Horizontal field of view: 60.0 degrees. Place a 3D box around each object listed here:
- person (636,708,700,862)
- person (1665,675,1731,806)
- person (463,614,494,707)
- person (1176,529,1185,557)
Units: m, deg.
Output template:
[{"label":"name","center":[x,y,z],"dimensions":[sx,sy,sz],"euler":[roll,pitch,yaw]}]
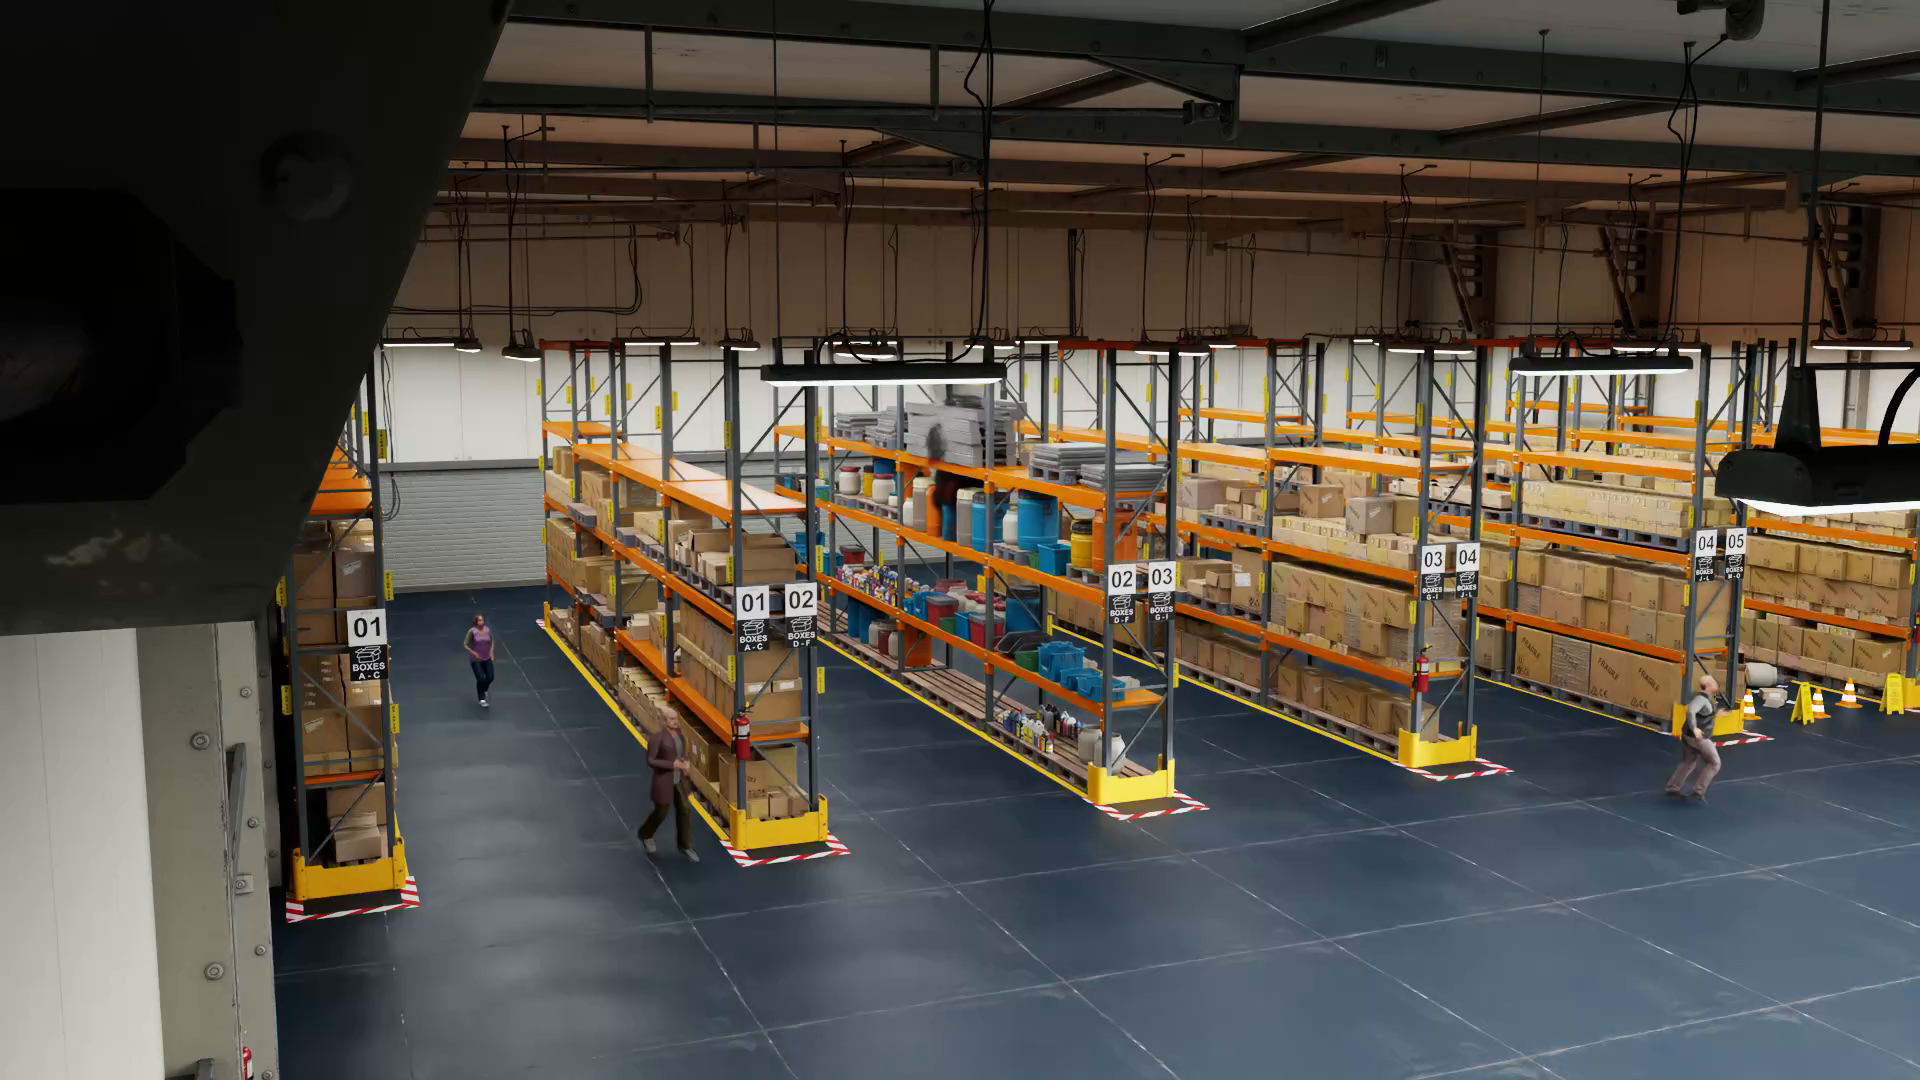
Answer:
[{"label":"person","center":[-3.482,2.893,19.775],"dimensions":[0.907,1.841,0.735],"euler":[5,9,35]},{"label":"person","center":[9.783,2.651,21.977],"dimensions":[0.801,1.756,0.659],"euler":[1,8,11]},{"label":"person","center":[-7.933,1.989,27.511],"dimensions":[0.542,1.563,0.533],"euler":[-5,9,-33]},{"label":"person","center":[4.821,0.574,37.491],"dimensions":[0.680,1.839,0.842],"euler":[-4,8,-27]}]
